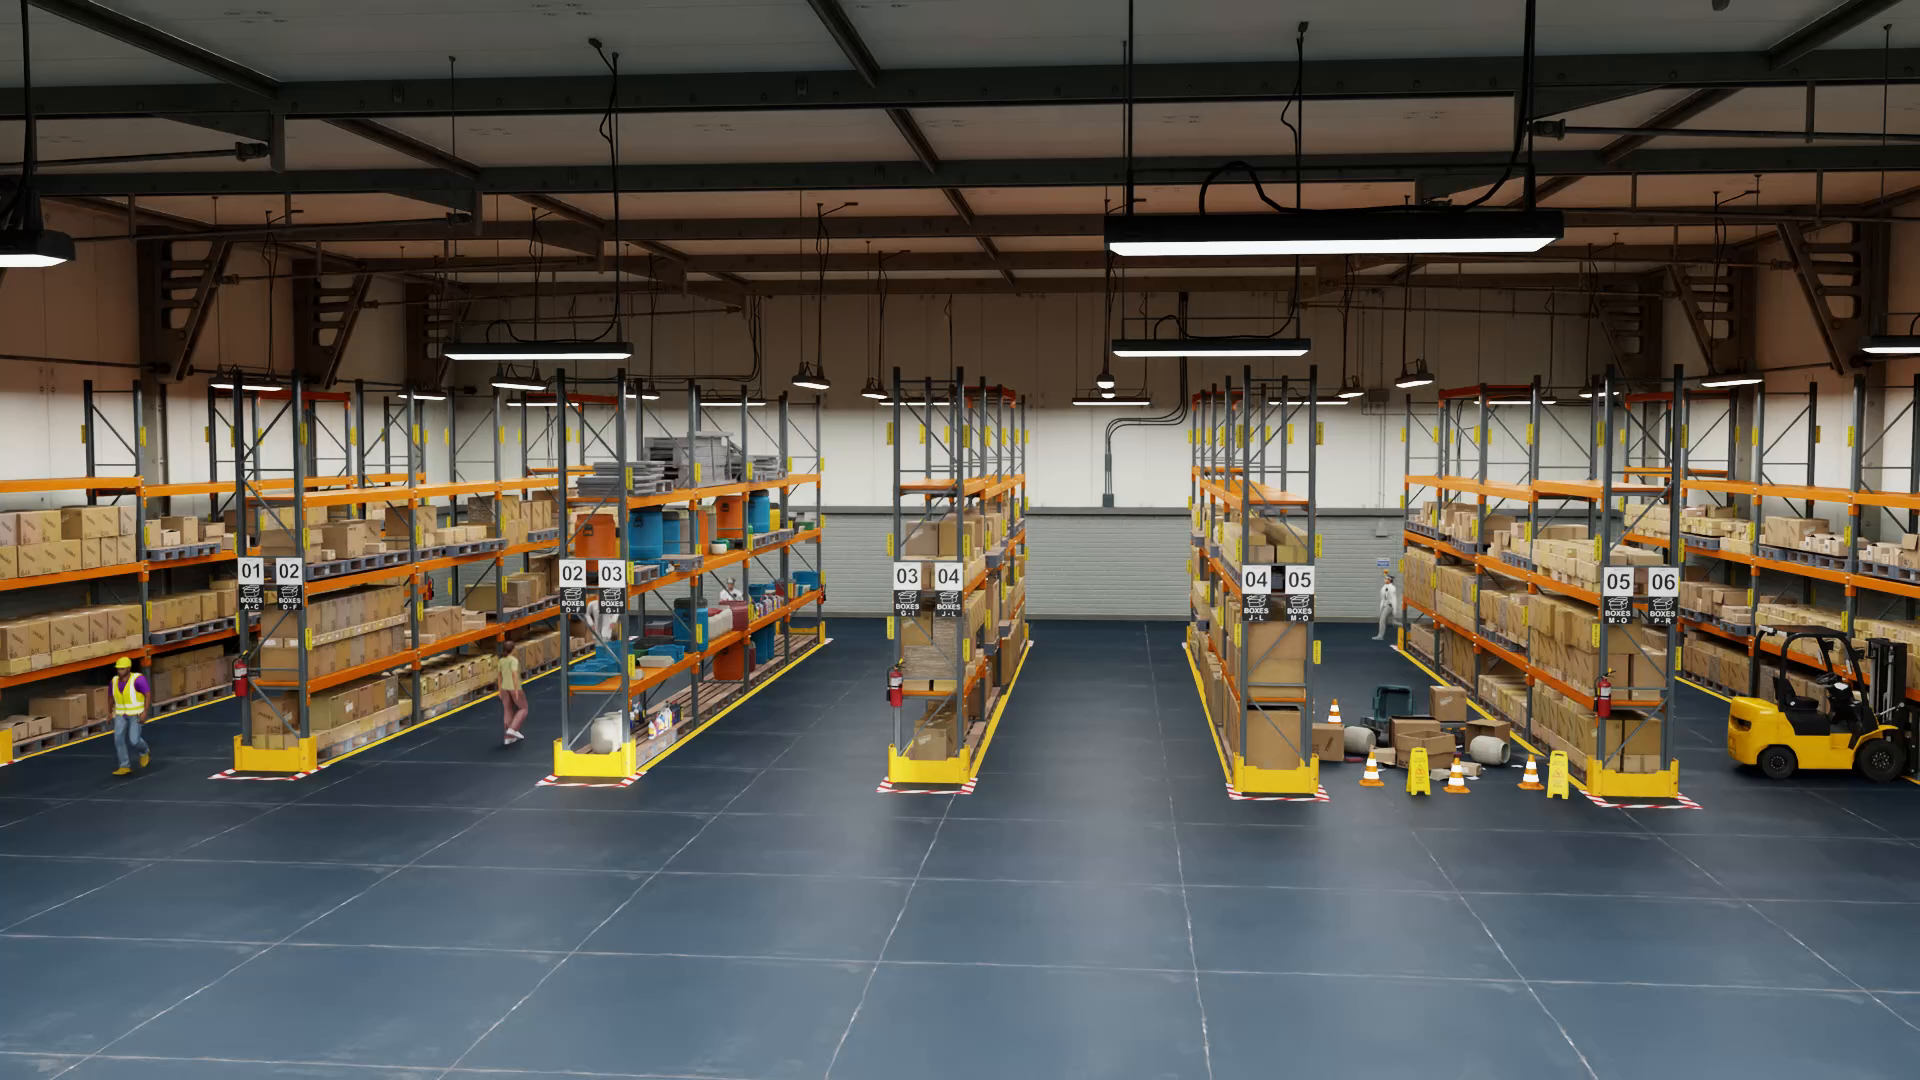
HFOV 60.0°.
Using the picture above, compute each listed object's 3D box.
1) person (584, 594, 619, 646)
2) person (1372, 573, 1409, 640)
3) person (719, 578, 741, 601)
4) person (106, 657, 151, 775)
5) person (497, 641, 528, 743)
[{"bbox_3d":[-7.804,1.915,36.297,0.679,1.685,0.671,1,4,13],"label":"person"},{"bbox_3d":[10.567,1.631,40.821,0.933,1.644,0.475,0,4,0],"label":"person"},{"bbox_3d":[-5.303,1.732,38.392,0.640,1.738,1.010,1,4,14],"label":"person"},{"bbox_3d":[-12.374,2.597,24.813,0.664,1.746,0.644,0,4,3],"label":"person"},{"bbox_3d":[-7.343,2.478,27.143,0.512,1.661,0.471,1,4,15],"label":"person"}]
